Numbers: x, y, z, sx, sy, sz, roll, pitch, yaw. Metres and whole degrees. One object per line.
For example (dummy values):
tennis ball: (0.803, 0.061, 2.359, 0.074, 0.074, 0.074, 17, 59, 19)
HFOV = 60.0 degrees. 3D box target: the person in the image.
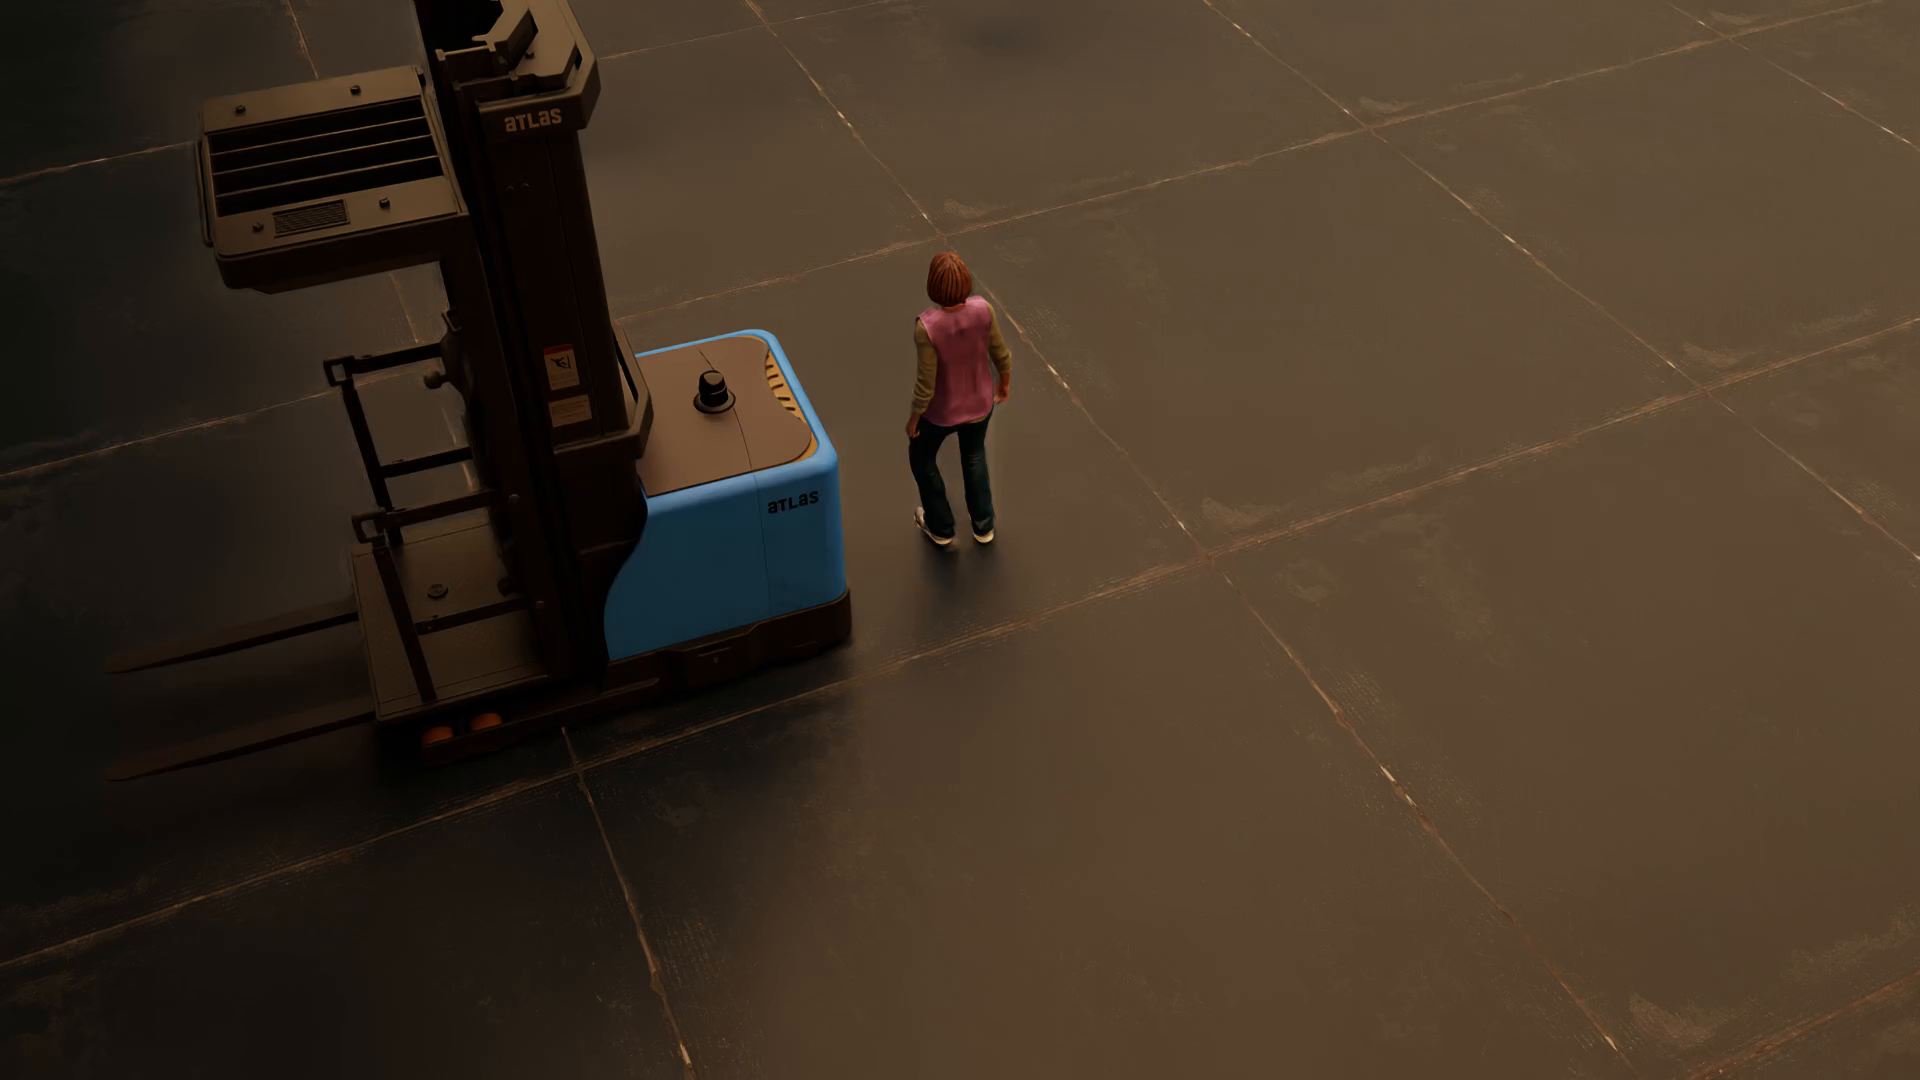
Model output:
person: (-0.029, -0.619, 7.349, 0.518, 1.579, 0.375, -17, 46, -18)

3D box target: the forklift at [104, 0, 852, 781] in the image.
forklift: (-2.047, -0.556, 6.276, 3.031, 2.935, 1.130, -15, 45, -15)
